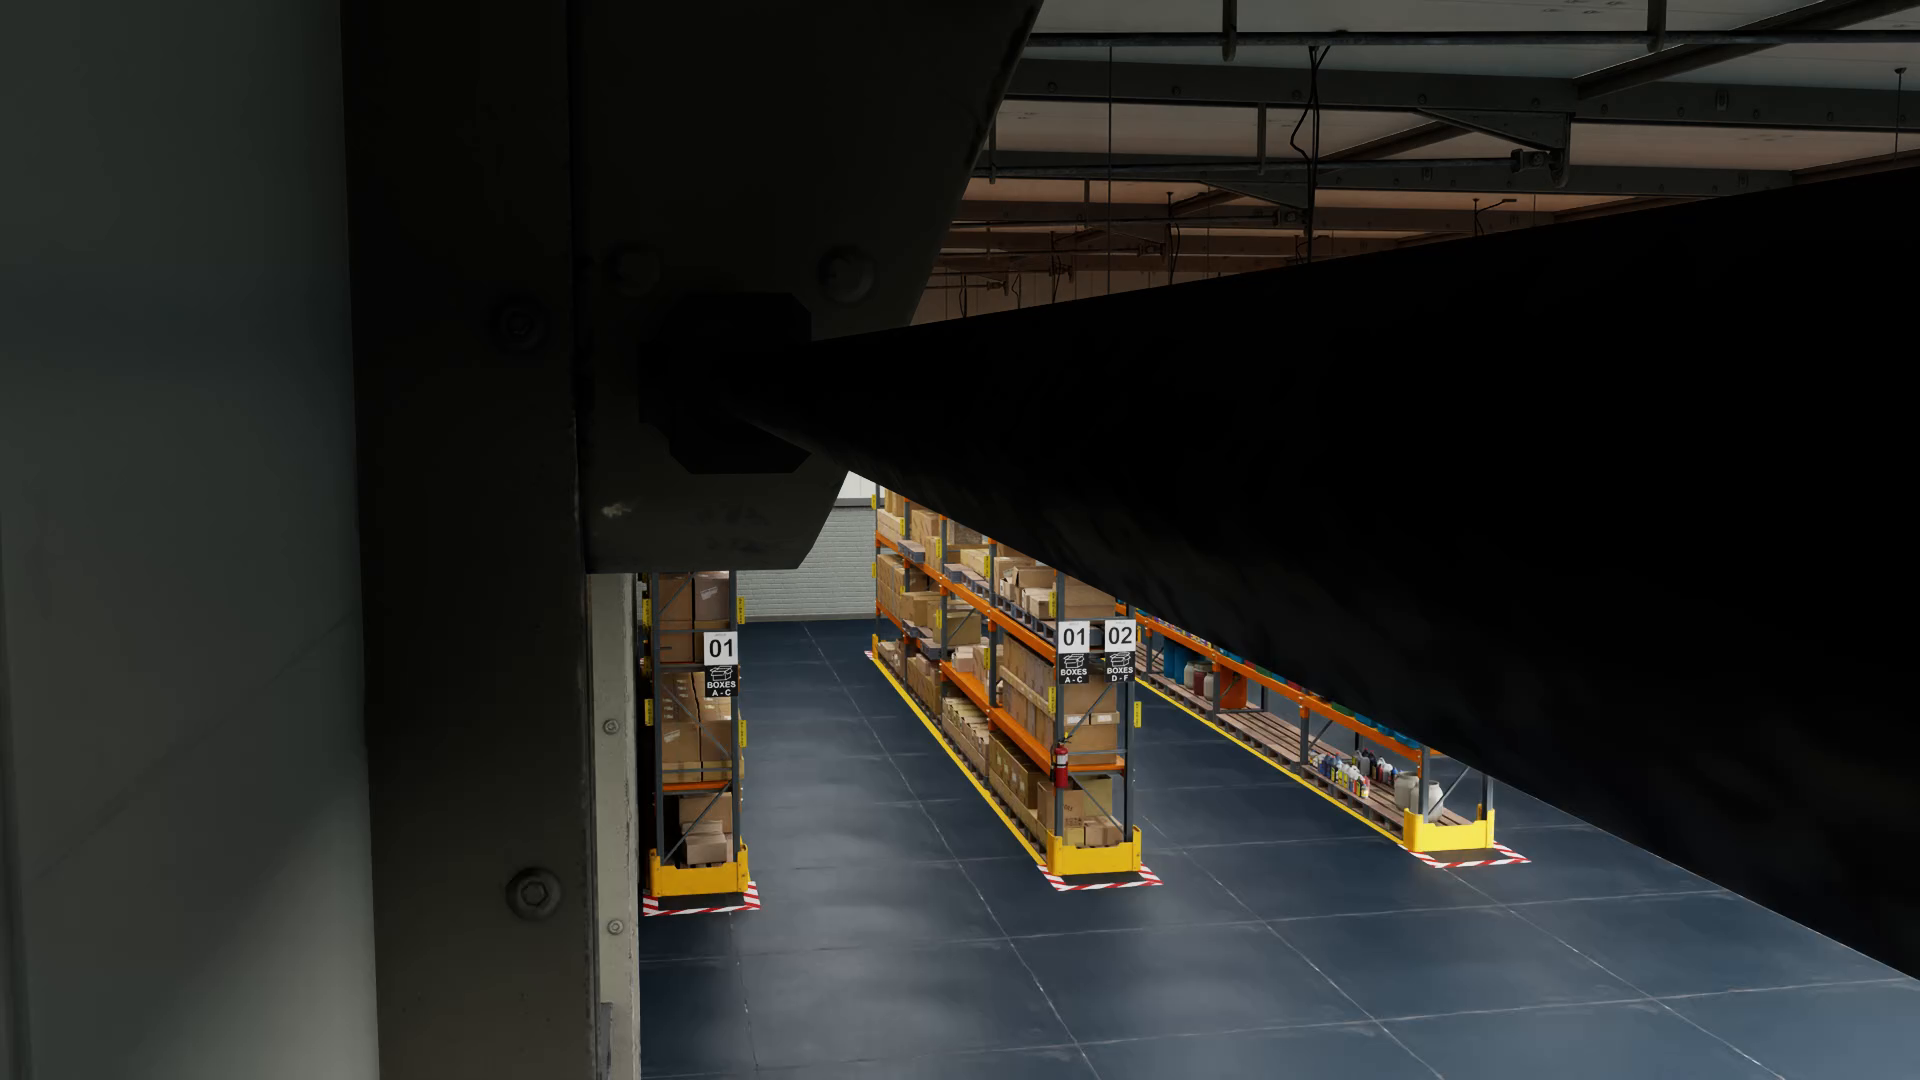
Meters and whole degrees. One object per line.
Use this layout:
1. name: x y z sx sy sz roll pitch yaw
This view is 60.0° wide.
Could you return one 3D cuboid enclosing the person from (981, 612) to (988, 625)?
1. person: 0.837 1.309 41.006 0.510 1.608 0.889 -4 7 -34
